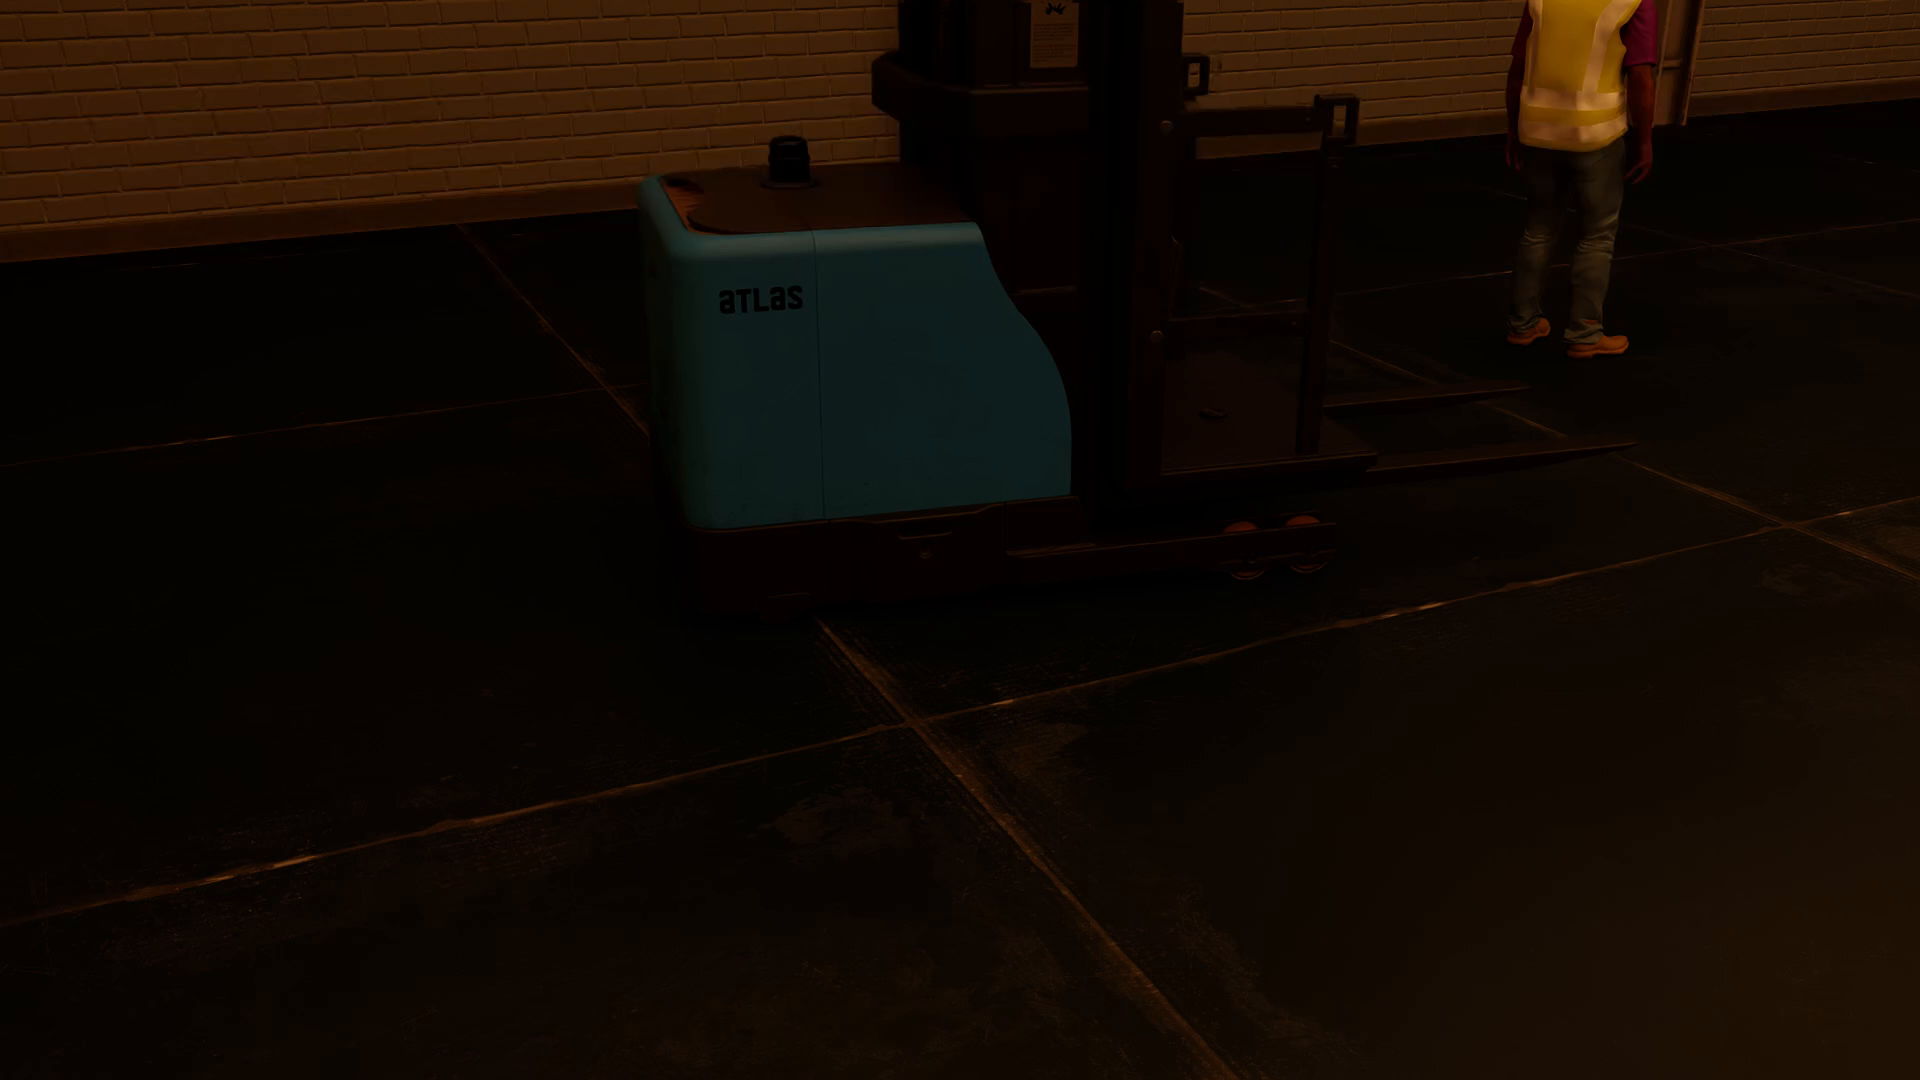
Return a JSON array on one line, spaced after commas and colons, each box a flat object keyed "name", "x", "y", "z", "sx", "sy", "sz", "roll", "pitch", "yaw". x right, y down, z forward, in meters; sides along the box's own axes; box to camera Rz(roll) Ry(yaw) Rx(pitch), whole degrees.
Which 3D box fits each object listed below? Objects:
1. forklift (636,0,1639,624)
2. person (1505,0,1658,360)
[{"name": "forklift", "x": 0.607, "y": -1.425, "z": 4.717, "sx": 3.031, "sy": 2.935, "sz": 1.130, "roll": -6, "pitch": 23, "yaw": -14}, {"name": "person", "x": 2.520, "y": -1.645, "z": 6.780, "sx": 0.460, "sy": 1.759, "sz": 0.629, "roll": -19, "pitch": 29, "yaw": -38}]
